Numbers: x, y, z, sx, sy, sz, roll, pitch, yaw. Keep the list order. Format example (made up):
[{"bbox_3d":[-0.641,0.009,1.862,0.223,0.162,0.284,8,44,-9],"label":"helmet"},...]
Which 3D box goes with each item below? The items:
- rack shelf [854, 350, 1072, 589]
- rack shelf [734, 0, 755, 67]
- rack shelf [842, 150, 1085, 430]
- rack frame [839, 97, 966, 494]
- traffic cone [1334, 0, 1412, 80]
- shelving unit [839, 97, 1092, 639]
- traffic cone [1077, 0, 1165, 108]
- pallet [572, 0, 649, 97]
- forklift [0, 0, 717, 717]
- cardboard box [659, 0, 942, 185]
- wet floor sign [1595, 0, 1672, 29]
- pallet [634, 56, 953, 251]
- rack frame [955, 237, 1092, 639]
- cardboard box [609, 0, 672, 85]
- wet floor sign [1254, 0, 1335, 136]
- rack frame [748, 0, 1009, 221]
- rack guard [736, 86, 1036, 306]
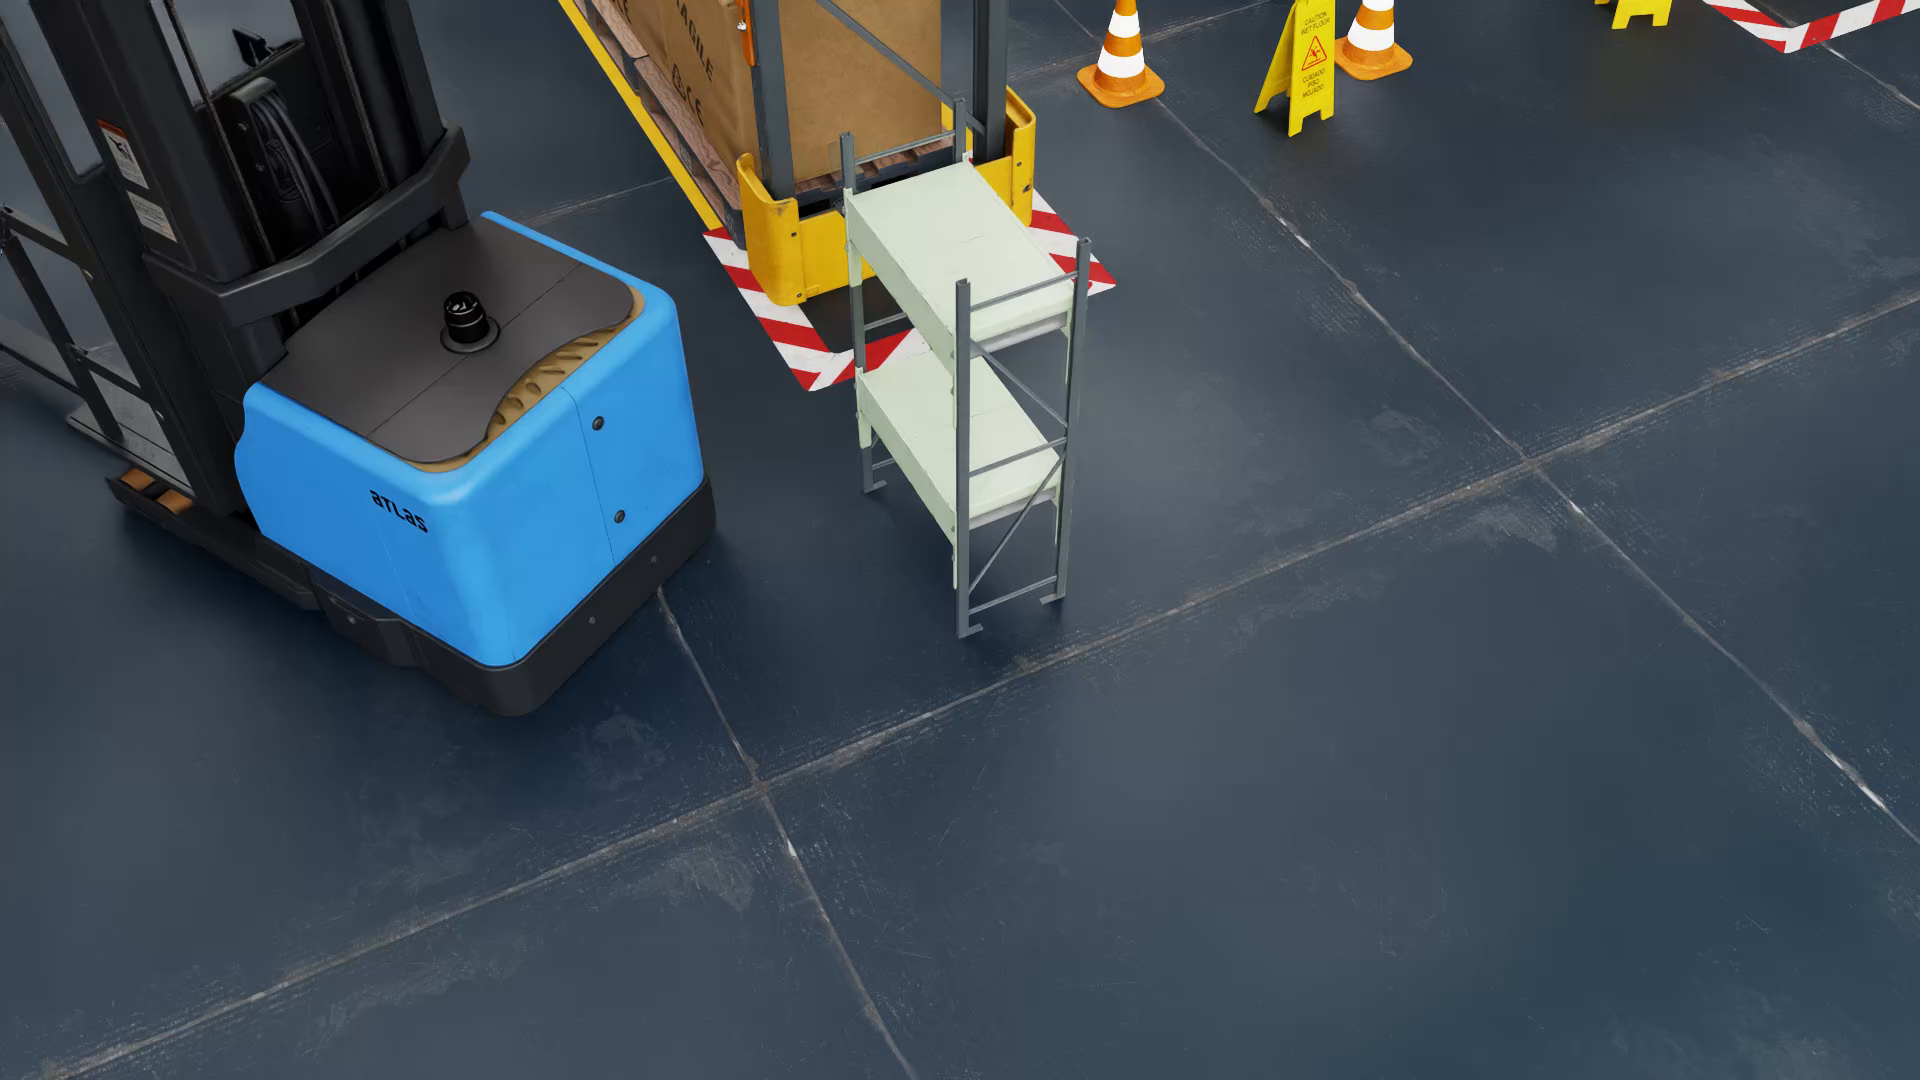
[{"bbox_3d":[0.003,-0.275,5.427,0.431,0.370,0.720,-21,52,-18],"label":"rack shelf"},{"bbox_3d":[-1.204,-3.325,7.143,1.077,0.370,4.000,-21,52,-18],"label":"rack shelf"},{"bbox_3d":[0.003,-0.746,4.888,0.431,0.370,0.720,-21,52,-18],"label":"rack shelf"},{"bbox_3d":[-0.164,-0.734,5.396,0.400,1.500,0.023,-21,52,-18],"label":"rack frame"},{"bbox_3d":[1.891,-2.395,7.537,0.336,0.463,0.334,-21,52,-18],"label":"traffic cone"},{"bbox_3d":[0.003,-0.489,5.182,0.431,1.500,0.755,-21,52,-18],"label":"shelving unit"},{"bbox_3d":[0.731,-2.233,7.396,0.336,0.463,0.334,-21,52,-18],"label":"traffic cone"},{"bbox_3d":[-1.279,-2.629,7.909,1.003,0.211,1.213,-21,52,-18],"label":"pallet"},{"bbox_3d":[-2.350,-1.288,4.929,3.031,2.935,1.130,26,54,21],"label":"forklift"},{"bbox_3d":[-0.658,-2.093,6.721,0.875,0.875,0.875,-21,52,-17],"label":"cardboard box"},{"bbox_3d":[3.202,-2.725,7.705,0.267,0.644,0.232,-5,49,-5],"label":"wet floor sign"},{"bbox_3d":[-0.724,-1.814,7.196,1.003,0.211,1.213,-21,52,-18],"label":"pallet"},{"bbox_3d":[0.171,-0.244,4.967,0.400,1.500,0.023,-21,52,-18],"label":"rack frame"},{"bbox_3d":[-1.062,-2.682,7.235,0.875,0.875,0.875,-22,52,-18],"label":"cardboard box"},{"bbox_3d":[1.485,-2.111,7.168,0.267,0.644,0.232,-30,55,-23],"label":"wet floor sign"},{"bbox_3d":[-0.289,-2.224,5.702,1.000,3.000,0.127,-21,52,-18],"label":"rack frame"},{"bbox_3d":[-0.278,-1.385,6.629,1.175,0.500,0.348,-21,52,-18],"label":"rack guard"}]
